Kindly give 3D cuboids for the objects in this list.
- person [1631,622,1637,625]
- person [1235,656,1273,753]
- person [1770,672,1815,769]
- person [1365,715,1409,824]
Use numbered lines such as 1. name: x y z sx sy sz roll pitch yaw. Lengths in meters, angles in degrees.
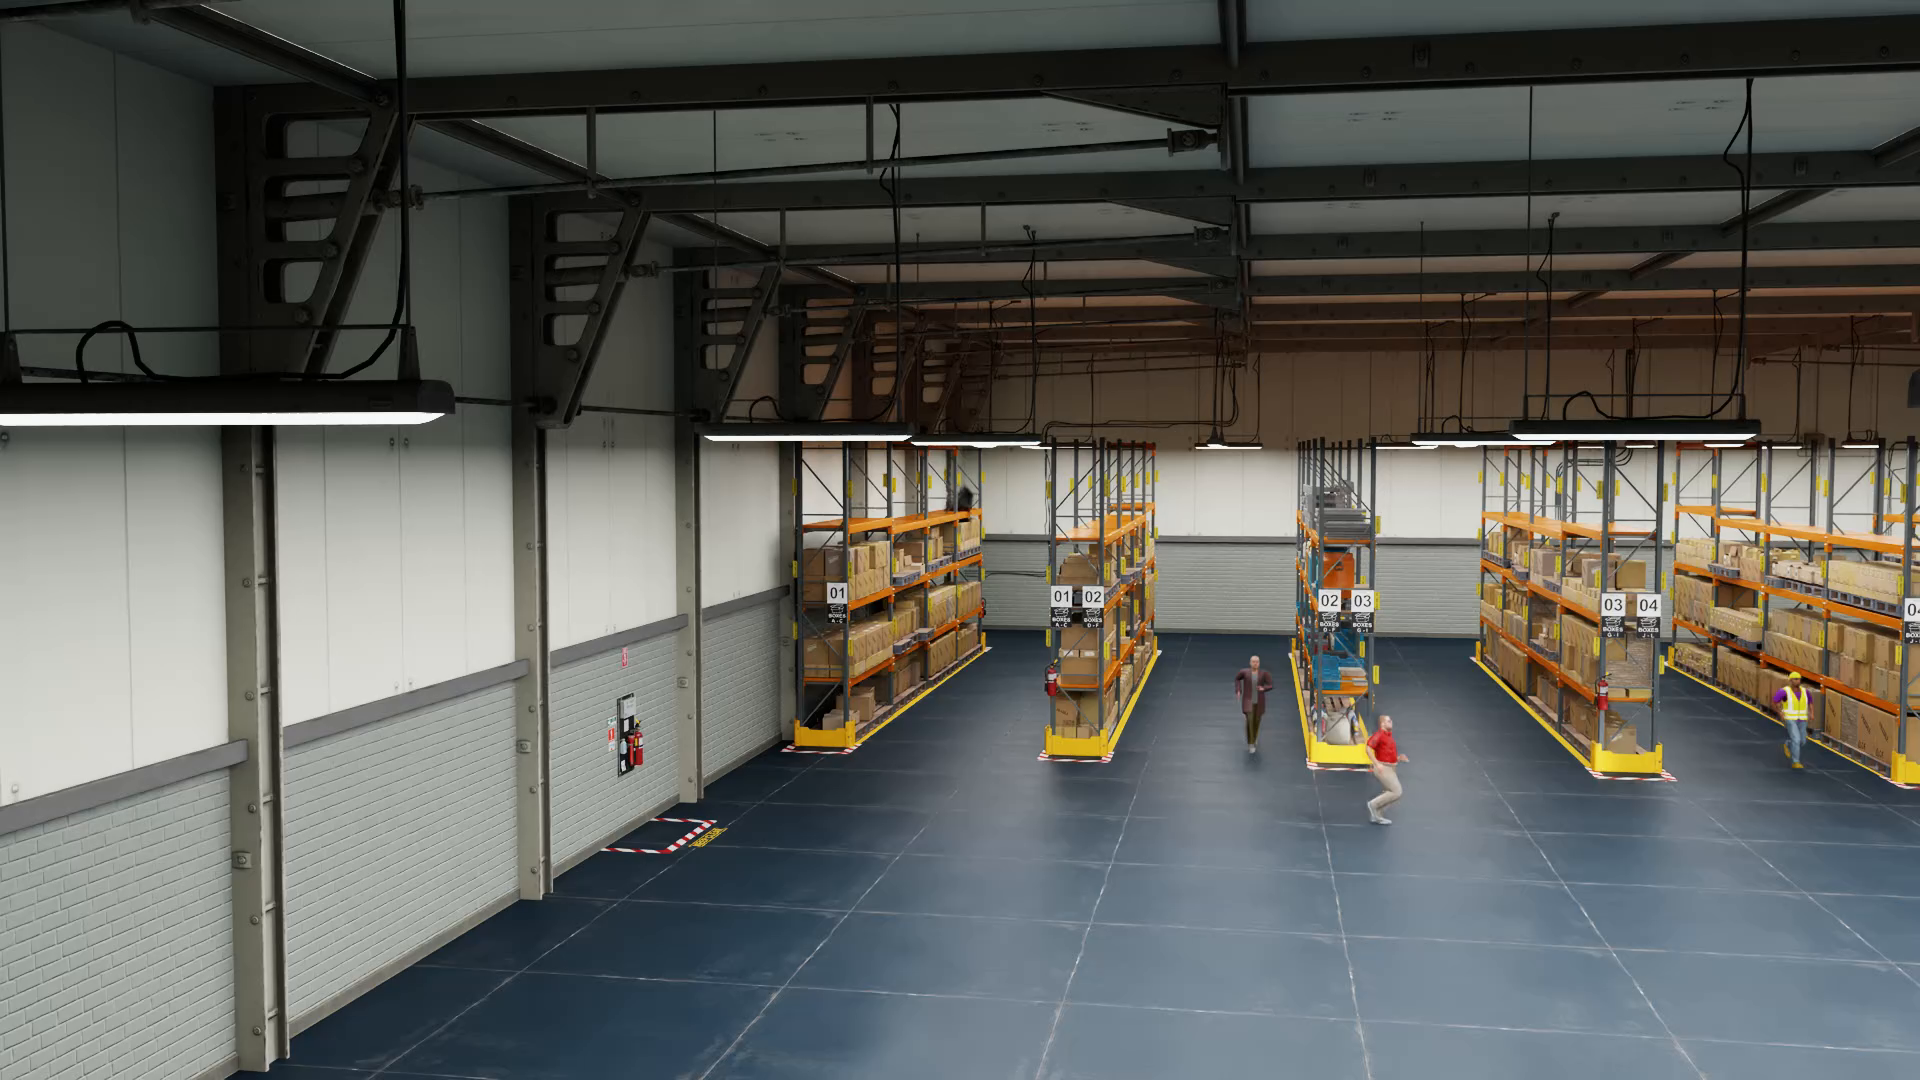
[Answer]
1. person: 18.143 2.555 45.121 0.587 1.609 0.694 -3 4 -43
2. person: 5.651 3.118 31.922 0.703 1.798 0.964 0 3 1
3. person: 15.141 3.254 30.222 0.738 1.734 0.795 0 3 -2
4. person: 6.570 3.526 25.495 0.590 1.682 0.656 2 3 28
